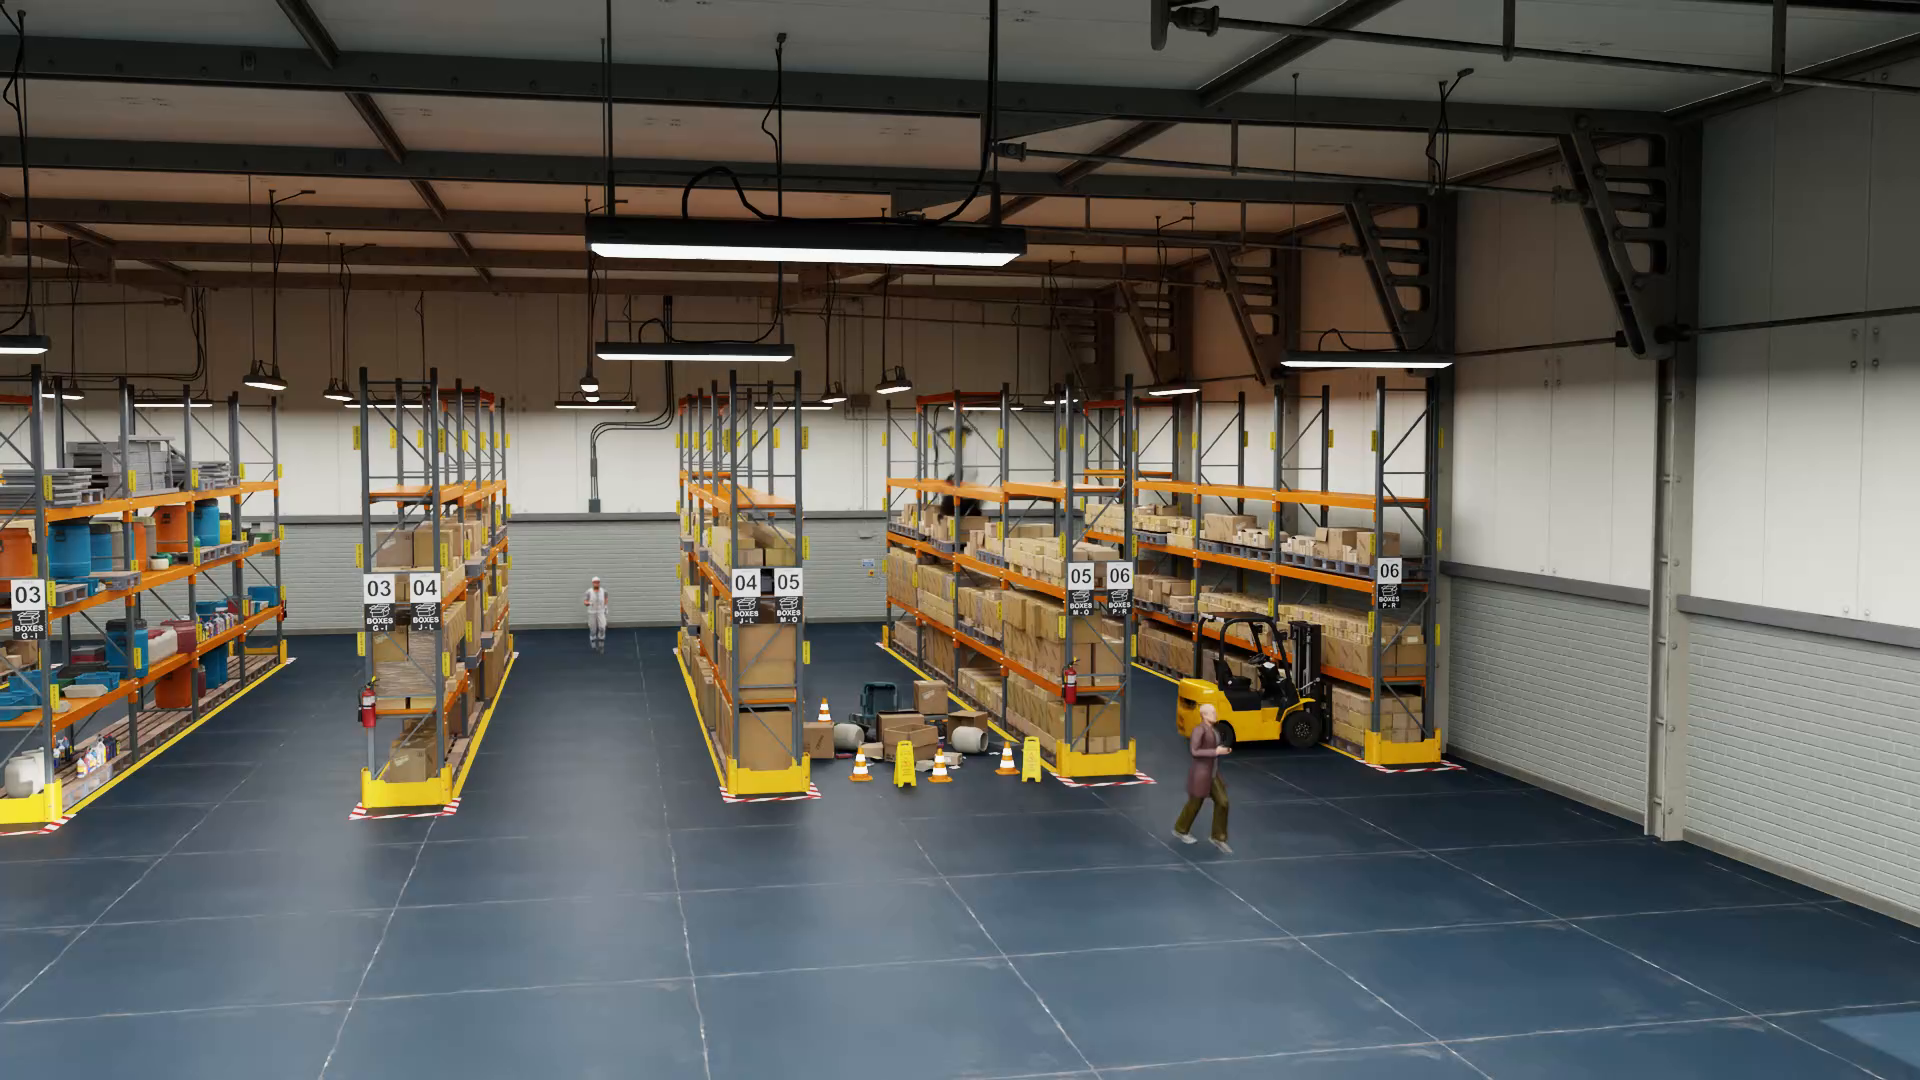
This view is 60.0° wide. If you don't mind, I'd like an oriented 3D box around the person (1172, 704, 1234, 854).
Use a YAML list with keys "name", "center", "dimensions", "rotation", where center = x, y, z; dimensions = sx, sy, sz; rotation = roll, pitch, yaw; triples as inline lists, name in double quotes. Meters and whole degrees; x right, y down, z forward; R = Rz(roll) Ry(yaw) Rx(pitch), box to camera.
- name: "person"
  center: [2.949, 2.918, 20.307]
  dimensions: [0.861, 1.855, 0.669]
  rotation: [3, 4, 40]

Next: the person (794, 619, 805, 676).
- name: "person"
  center: [-3.587, 2.079, 35.218]
  dimensions: [0.571, 1.695, 0.688]
  rotation: [-1, 3, -9]

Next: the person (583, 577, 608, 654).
- name: "person"
  center: [-8.602, 1.781, 39.351]
  dimensions: [0.602, 1.838, 0.792]
  rotation: [-1, 4, -18]
